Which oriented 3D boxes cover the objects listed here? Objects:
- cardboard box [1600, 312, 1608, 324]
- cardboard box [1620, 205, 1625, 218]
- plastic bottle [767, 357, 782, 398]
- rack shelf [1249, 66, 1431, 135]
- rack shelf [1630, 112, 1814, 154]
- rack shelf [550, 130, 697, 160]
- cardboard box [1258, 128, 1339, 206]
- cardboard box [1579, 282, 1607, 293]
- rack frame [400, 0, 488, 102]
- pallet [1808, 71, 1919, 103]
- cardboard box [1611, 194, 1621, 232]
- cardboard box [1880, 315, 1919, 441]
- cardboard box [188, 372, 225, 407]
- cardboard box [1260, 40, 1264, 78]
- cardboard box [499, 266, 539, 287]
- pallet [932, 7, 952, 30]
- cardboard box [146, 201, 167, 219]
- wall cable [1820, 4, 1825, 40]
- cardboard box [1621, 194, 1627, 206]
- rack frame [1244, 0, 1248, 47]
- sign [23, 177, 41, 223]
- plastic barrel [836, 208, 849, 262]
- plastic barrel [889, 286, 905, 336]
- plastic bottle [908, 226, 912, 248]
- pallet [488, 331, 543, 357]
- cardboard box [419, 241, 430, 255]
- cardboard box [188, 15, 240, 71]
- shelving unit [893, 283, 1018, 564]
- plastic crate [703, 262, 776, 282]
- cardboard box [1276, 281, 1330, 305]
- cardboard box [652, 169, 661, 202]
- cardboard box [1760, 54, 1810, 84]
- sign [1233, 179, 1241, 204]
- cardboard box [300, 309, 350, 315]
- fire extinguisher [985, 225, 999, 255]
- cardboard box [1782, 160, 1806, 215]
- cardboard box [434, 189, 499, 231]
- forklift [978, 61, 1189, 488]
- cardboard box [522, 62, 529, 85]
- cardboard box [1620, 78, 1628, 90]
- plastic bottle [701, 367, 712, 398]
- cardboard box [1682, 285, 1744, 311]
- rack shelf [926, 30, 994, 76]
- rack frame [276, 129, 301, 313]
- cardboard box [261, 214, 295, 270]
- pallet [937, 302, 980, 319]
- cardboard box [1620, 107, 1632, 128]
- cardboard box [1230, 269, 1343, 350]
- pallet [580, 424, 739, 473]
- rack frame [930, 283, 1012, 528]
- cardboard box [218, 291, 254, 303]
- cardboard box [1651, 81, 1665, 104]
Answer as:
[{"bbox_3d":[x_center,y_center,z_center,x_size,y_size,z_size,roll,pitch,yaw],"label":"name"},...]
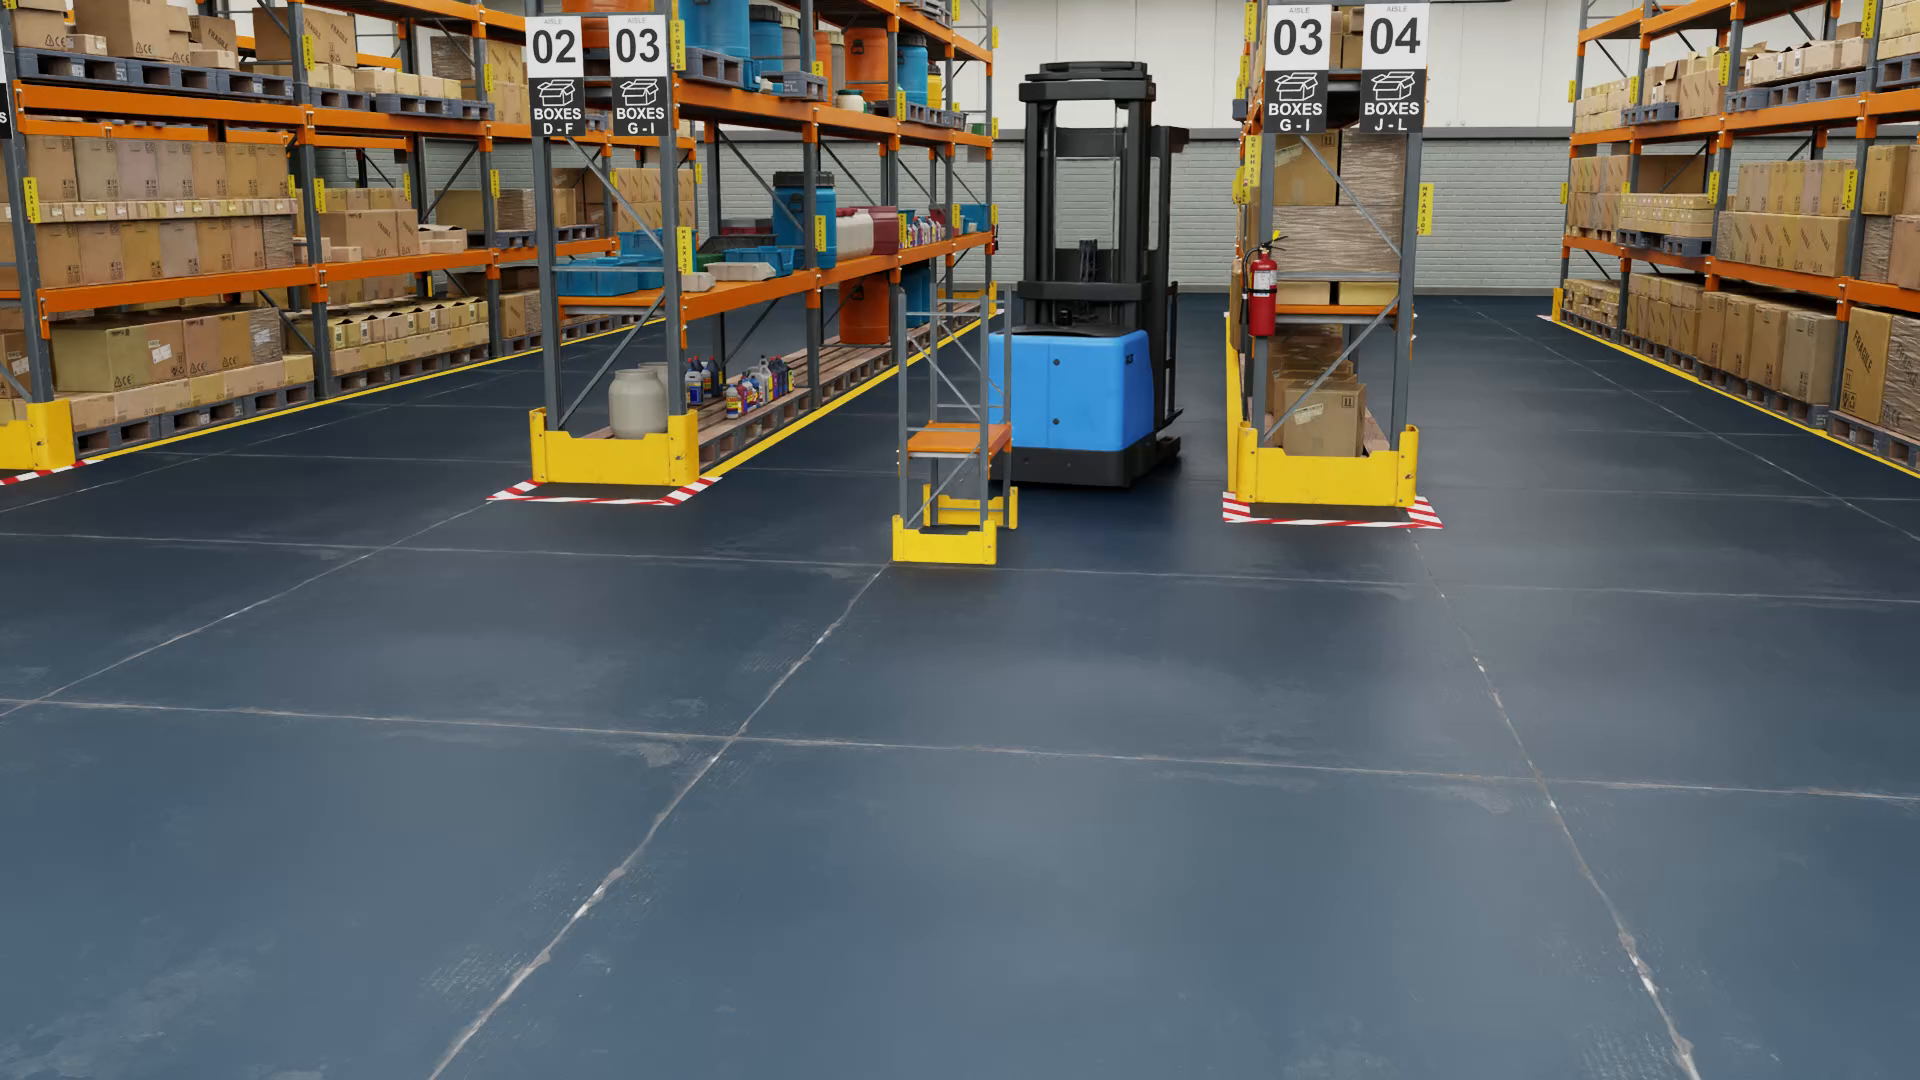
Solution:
[{"bbox_3d":[9.003,-3.051,22.803,0.380,0.149,0.250,1,12,7],"label":"cardboard box"},{"bbox_3d":[8.665,-4.199,21.253,0.380,0.149,0.250,2,12,10],"label":"cardboard box"},{"bbox_3d":[-1.674,-1.452,14.856,0.144,0.351,0.185,1,12,6],"label":"plastic bottle"},{"bbox_3d":[2.756,-3.253,12.557,1.077,0.370,4.000,2,12,9],"label":"rack shelf"},{"bbox_3d":[8.872,-4.737,19.441,1.077,0.370,4.000,2,12,9],"label":"rack shelf"},{"bbox_3d":[-5.186,-6.073,25.641,1.077,0.370,4.000,2,12,9],"label":"rack shelf"},{"bbox_3d":[2.289,-2.528,11.287,0.500,0.500,0.500,2,12,9],"label":"cardboard box"},{"bbox_3d":[9.333,-3.712,24.455,0.380,0.149,0.250,1,12,6],"label":"cardboard box"},{"bbox_3d":[-6.109,-6.642,19.454,1.000,3.000,0.127,2,12,9],"label":"rack frame"},{"bbox_3d":[8.042,-3.939,14.483,0.805,0.209,1.217,1,12,6],"label":"pallet"},{"bbox_3d":[8.975,-4.343,22.081,0.500,0.500,0.500,2,12,9],"label":"cardboard box"},{"bbox_3d":[7.649,-1.224,12.597,0.875,0.875,0.875,2,12,9],"label":"cardboard box"},{"bbox_3d":[-6.805,-1.322,14.537,0.500,0.250,0.500,2,12,9],"label":"cardboard box"},{"bbox_3d":[2.346,-3.328,11.552,0.500,0.250,0.500,2,12,9],"label":"cardboard box"},{"bbox_3d":[-5.963,-3.601,22.691,0.500,0.250,0.500,2,12,9],"label":"cardboard box"},{"bbox_3d":[-0.697,-6.852,21.827,1.003,0.211,1.213,2,12,9],"label":"pallet"},{"bbox_3d":[-6.870,-2.753,13.871,0.380,0.149,0.250,2,12,8],"label":"cardboard box"},{"bbox_3d":[15.298,-8.858,29.735,0.463,3.000,0.029,2,12,9],"label":"wall cable"},{"bbox_3d":[8.665,-4.345,21.221,0.380,0.149,0.250,3,12,12],"label":"cardboard box"},{"bbox_3d":[4.909,-7.986,25.688,1.000,3.000,0.127,2,12,9],"label":"rack frame"},{"bbox_3d":[-6.792,-2.487,12.170,0.100,0.325,0.005,2,12,9],"label":"sign"},{"bbox_3d":[-1.353,-3.127,17.059,0.433,0.535,0.433,0,12,0],"label":"plastic barrel"},{"bbox_3d":[-0.983,-2.912,21.113,0.600,0.588,0.708,2,12,9],"label":"plastic barrel"},{"bbox_3d":[-0.642,-3.781,20.721,0.097,0.271,0.097,0,12,0],"label":"plastic bottle"},{"bbox_3d":[-5.957,-2.500,21.095,1.003,0.211,1.213,2,12,9],"label":"pallet"},{"bbox_3d":[-6.249,-3.319,18.872,0.380,0.149,0.250,3,12,13],"label":"cardboard box"},{"bbox_3d":[-7.062,-4.569,15.390,0.500,0.500,0.500,3,13,13],"label":"cardboard box"},{"bbox_3d":[-0.012,-0.717,9.762,0.587,1.500,1.083,2,12,9],"label":"shelving unit"},{"bbox_3d":[-1.830,-2.240,13.895,0.530,0.136,0.437,2,12,9],"label":"plastic crate"},{"bbox_3d":[2.289,-1.666,11.198,0.380,0.149,0.250,2,12,9],"label":"cardboard box"},{"bbox_3d":[-4.906,-5.491,25.740,0.500,0.500,0.500,2,12,10],"label":"cardboard box"},{"bbox_3d":[8.159,-4.605,16.245,0.500,0.250,0.500,2,12,10],"label":"cardboard box"},{"bbox_3d":[3.746,-4.700,22.439,0.100,0.325,0.005,2,12,9],"label":"sign"},{"bbox_3d":[-6.792,-2.318,17.828,0.500,0.311,0.500,2,12,8],"label":"cardboard box"},{"bbox_3d":[0.488,-5.010,27.190,0.296,0.674,0.183,2,12,9],"label":"fire extinguisher"},{"bbox_3d":[8.254,-3.332,15.723,0.700,0.500,0.500,2,12,8],"label":"cardboard box"},{"bbox_3d":[-6.123,-4.098,20.656,0.700,0.500,0.500,-2,12,-10],"label":"cardboard box"},{"bbox_3d":[1.087,-2.059,12.589,1.130,2.935,3.031,4,13,18],"label":"forklift"},{"bbox_3d":[-5.846,-5.931,21.804,0.600,0.600,0.600,1,12,6],"label":"cardboard box"},{"bbox_3d":[8.984,-6.052,22.061,0.380,0.149,0.250,2,12,9],"label":"cardboard box"},{"bbox_3d":[-2.267,-1.408,14.839,0.097,0.271,0.097,0,12,0],"label":"plastic bottle"},{"bbox_3d":[8.411,-2.707,18.590,0.500,0.250,0.500,2,12,7],"label":"cardboard box"},{"bbox_3d":[-0.292,-7.183,24.619,1.077,0.370,4.000,2,12,9],"label":"rack shelf"},{"bbox_3d":[-10.389,-4.702,24.691,1.000,3.000,0.127,2,12,9],"label":"rack frame"},{"bbox_3d":[-6.786,-2.833,15.782,0.700,0.500,0.500,2,12,7],"label":"cardboard box"},{"bbox_3d":[-0.150,-3.680,26.568,1.003,0.211,1.213,2,12,9],"label":"pallet"},{"bbox_3d":[8.988,-5.543,21.828,0.500,0.250,0.500,2,12,10],"label":"cardboard box"},{"bbox_3d":[3.806,-2.697,19.436,1.225,0.875,0.875,1,12,6],"label":"cardboard box"},{"bbox_3d":[-2.350,-0.706,12.768,1.003,0.211,1.213,2,12,9],"label":"pallet"},{"bbox_3d":[0.065,-0.821,10.244,0.500,1.500,0.032,2,12,9],"label":"rack frame"},{"bbox_3d":[-10.494,-3.532,23.367,0.750,0.750,0.750,2,12,10],"label":"cardboard box"},{"bbox_3d":[8.837,-5.490,20.444,0.500,0.311,0.500,2,12,8],"label":"cardboard box"}]
